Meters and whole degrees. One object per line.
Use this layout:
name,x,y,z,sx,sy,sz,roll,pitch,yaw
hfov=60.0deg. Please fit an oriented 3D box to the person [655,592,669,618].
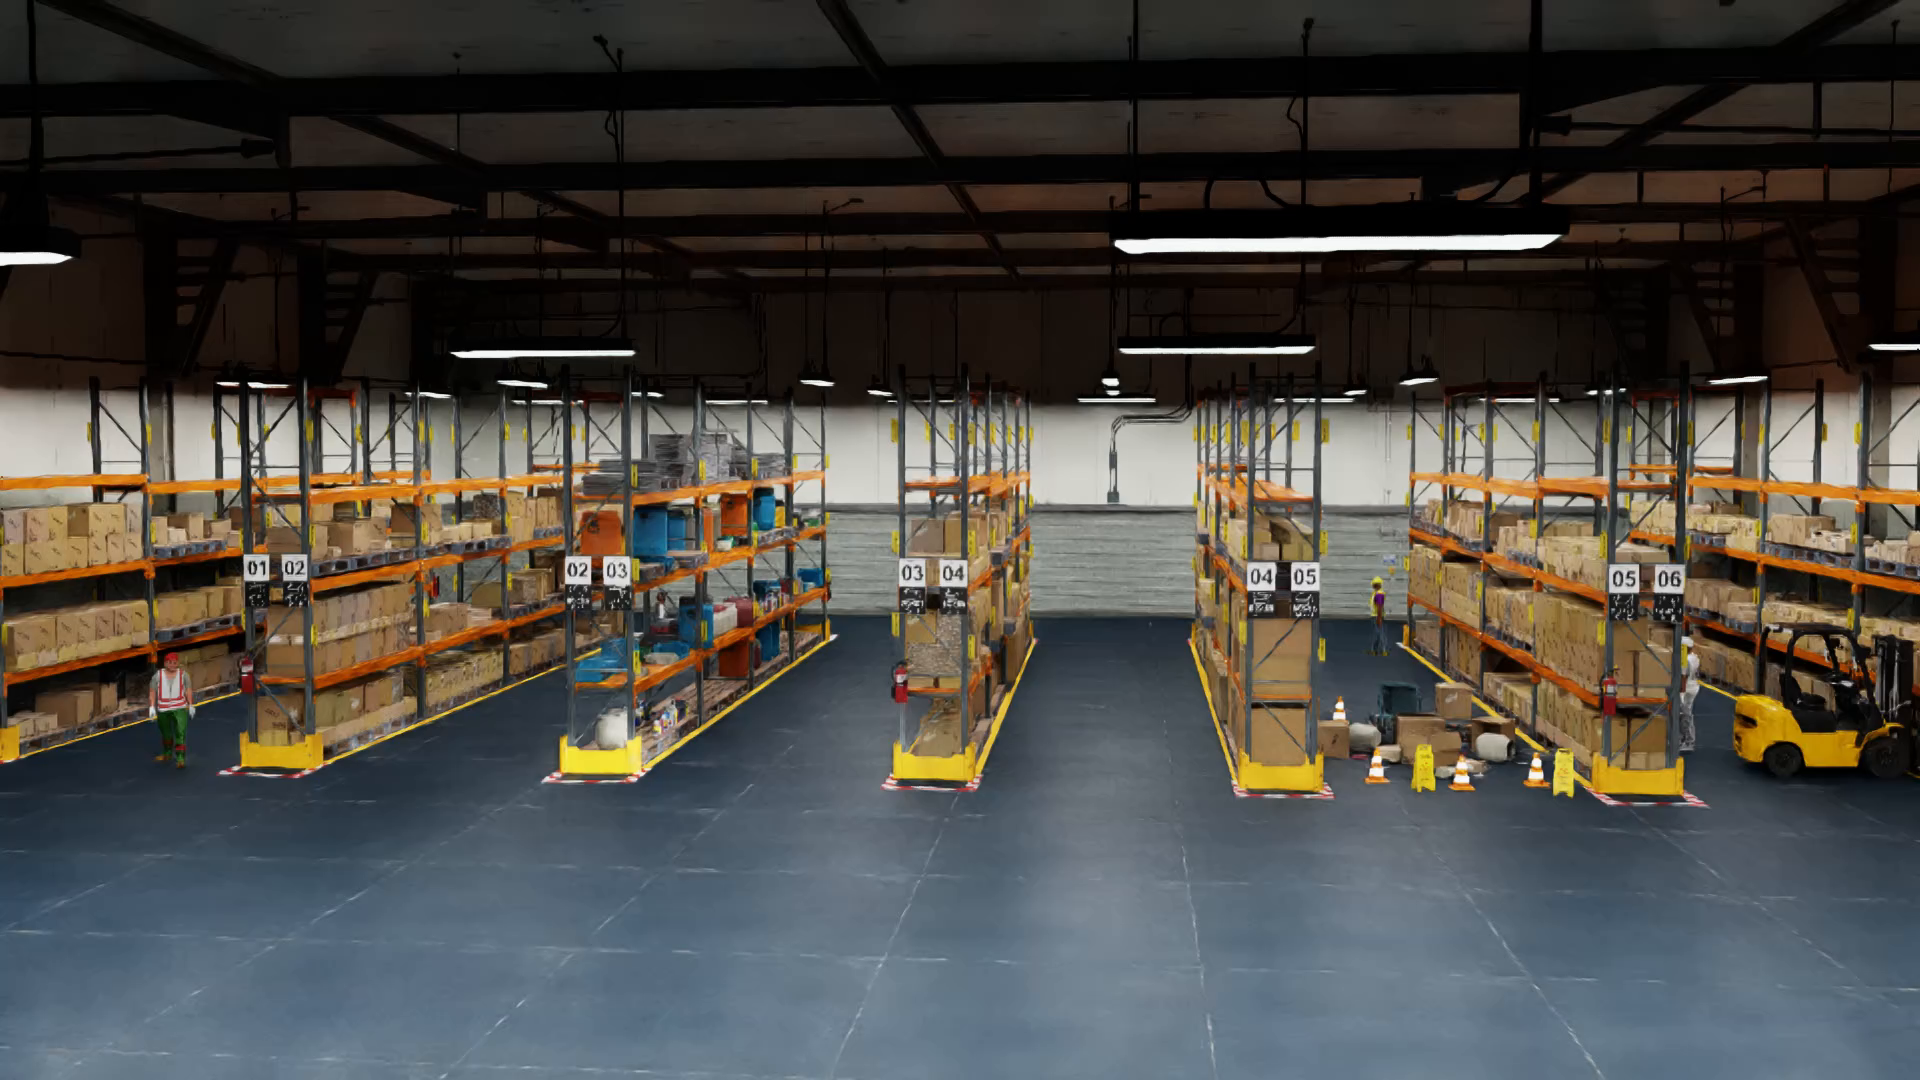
person,-6.373,1.906,35.586,0.419,1.603,0.504,-1,4,-22

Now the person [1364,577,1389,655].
person,9.423,1.708,37.551,0.511,1.764,0.737,1,4,8

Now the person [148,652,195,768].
person,-11.849,2.534,25.002,0.617,1.748,0.973,-1,4,-20

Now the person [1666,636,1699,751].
person,11.407,2.408,26.284,0.493,1.785,0.616,3,5,36

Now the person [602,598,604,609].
person,-8.907,1.481,42.225,0.493,1.647,0.529,-3,5,-41
